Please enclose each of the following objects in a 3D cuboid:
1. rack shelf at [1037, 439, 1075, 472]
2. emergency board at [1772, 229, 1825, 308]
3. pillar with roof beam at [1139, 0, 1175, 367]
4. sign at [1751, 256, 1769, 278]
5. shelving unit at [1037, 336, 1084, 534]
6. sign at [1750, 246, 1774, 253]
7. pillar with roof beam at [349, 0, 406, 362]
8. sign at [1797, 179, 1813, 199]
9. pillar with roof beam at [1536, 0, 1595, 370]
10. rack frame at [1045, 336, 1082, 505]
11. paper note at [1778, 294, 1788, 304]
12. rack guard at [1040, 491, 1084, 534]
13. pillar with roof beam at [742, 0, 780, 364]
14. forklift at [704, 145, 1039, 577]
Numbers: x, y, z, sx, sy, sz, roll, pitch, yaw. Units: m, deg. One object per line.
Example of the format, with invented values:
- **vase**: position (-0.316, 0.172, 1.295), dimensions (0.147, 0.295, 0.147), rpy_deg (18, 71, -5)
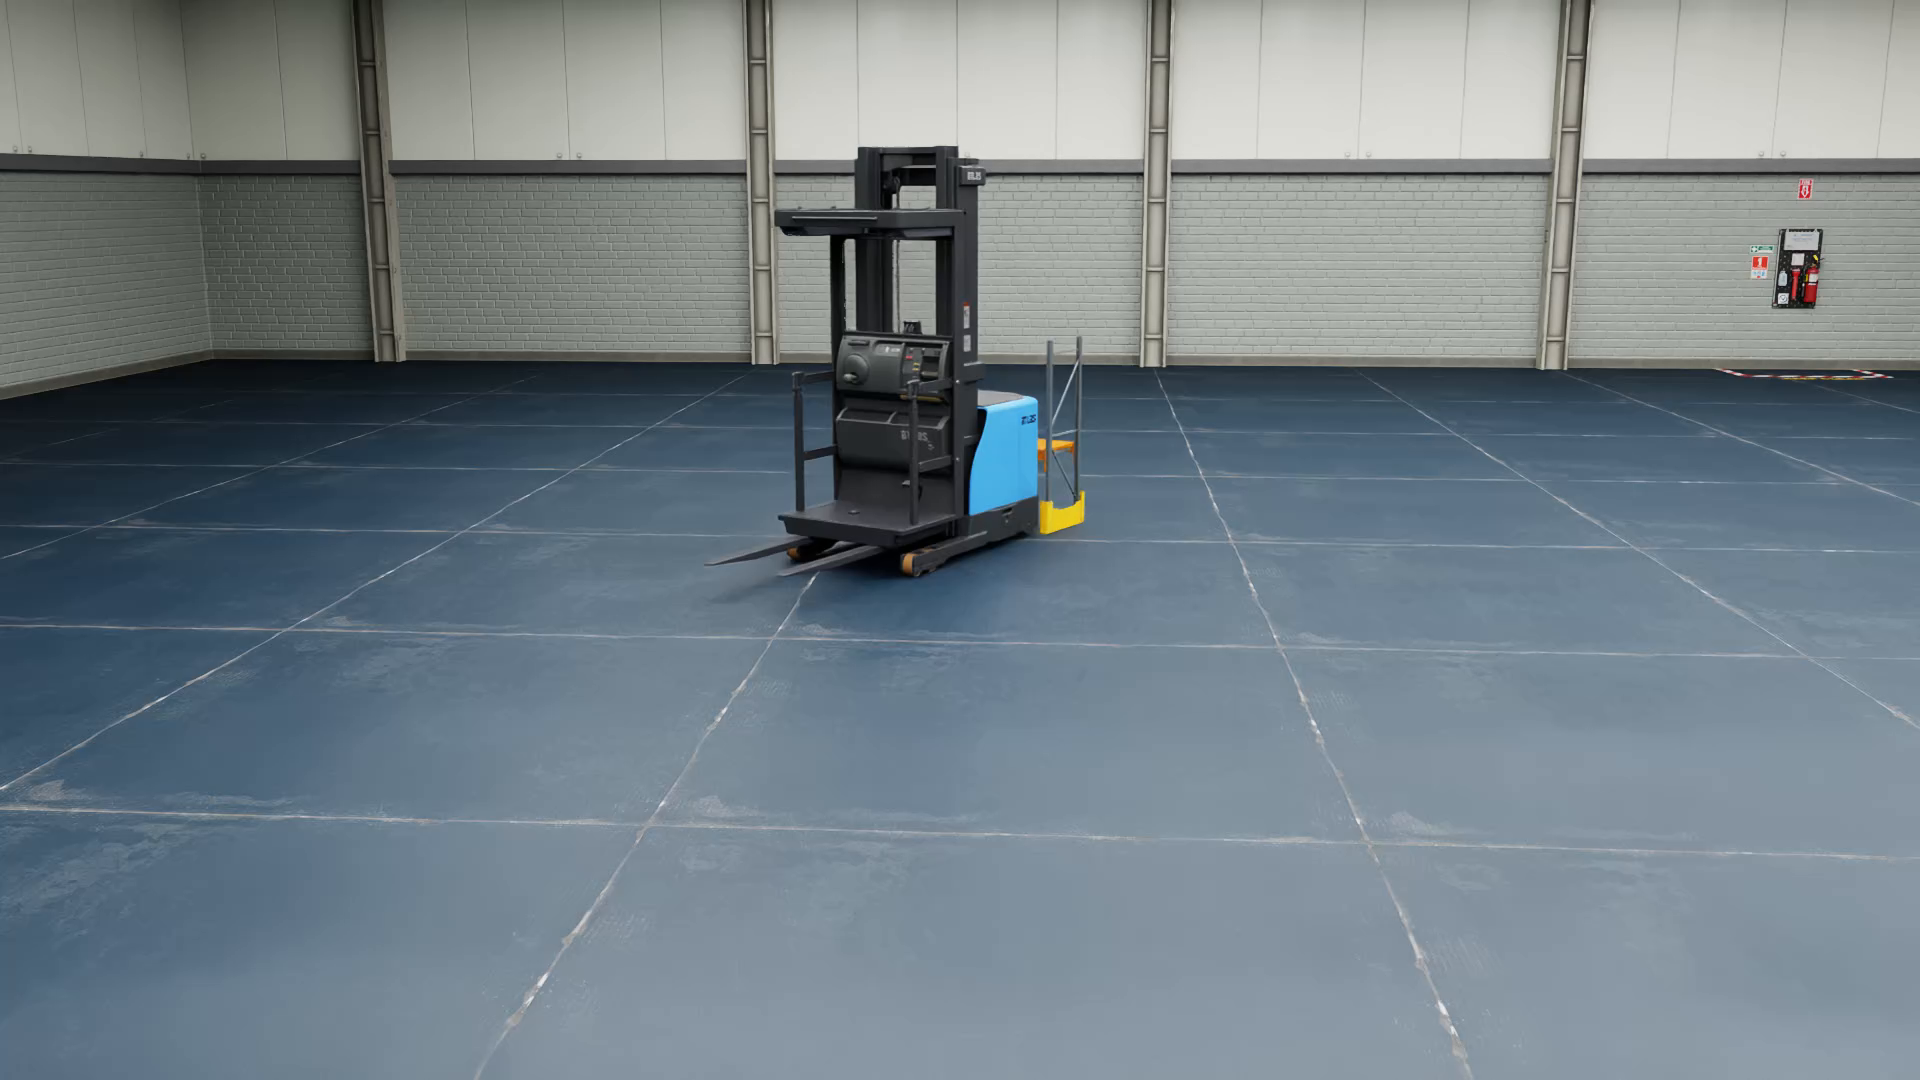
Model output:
- **rack shelf**: position (0.393, -0.719, 13.418), dimensions (1.000, 0.185, 0.538), rpy_deg (8, 14, 33)
- **emergency board**: position (12.467, -4.020, 24.661), dimensions (0.643, 1.169, 0.194), rpy_deg (1, 12, 4)
- **pillar with roof beam**: position (2.670, -6.200, 20.428), dimensions (0.400, 9.000, 9.100), rpy_deg (1, 12, 4)
- **sign**: position (11.923, -4.066, 24.794), dimensions (0.234, 0.329, 0.001), rpy_deg (1, 12, 4)
- **shelving unit**: position (0.401, -0.894, 13.377), dimensions (1.083, 1.500, 0.587), rpy_deg (8, 14, 33)
- **sign**: position (11.927, -4.324, 24.731), dimensions (0.331, 0.109, 0.001), rpy_deg (1, 12, 4)
- **pillar with roof beam**: position (-9.303, -6.364, 21.213), dimensions (0.400, 9.000, 9.100), rpy_deg (1, 12, 4)
- **sign**: position (12.466, -5.175, 24.521), dimensions (0.199, 0.298, 0.001), rpy_deg (1, 12, 4)
- **pillar with roof beam**: position (8.656, -6.118, 20.036), dimensions (0.400, 9.000, 9.100), rpy_deg (1, 12, 4)
- **rack frame**: position (0.817, -0.837, 13.107), dimensions (0.032, 1.500, 0.500), rpy_deg (8, 14, 33)
- **paper note**: position (12.295, -3.606, 24.830), dimensions (0.142, 0.148, 0.016), rpy_deg (1, 12, 4)
- **rack guard**: position (0.816, -0.226, 13.236), dimensions (0.087, 0.250, 0.587), rpy_deg (8, 14, 33)
- **pillar with roof beam**: position (-3.317, -6.282, 20.821), dimensions (0.400, 9.000, 9.100), rpy_deg (1, 12, 4)
- **forklift**: position (-0.596, -1.287, 11.762), dimensions (1.130, 2.935, 3.031), rpy_deg (7, 14, 32)
